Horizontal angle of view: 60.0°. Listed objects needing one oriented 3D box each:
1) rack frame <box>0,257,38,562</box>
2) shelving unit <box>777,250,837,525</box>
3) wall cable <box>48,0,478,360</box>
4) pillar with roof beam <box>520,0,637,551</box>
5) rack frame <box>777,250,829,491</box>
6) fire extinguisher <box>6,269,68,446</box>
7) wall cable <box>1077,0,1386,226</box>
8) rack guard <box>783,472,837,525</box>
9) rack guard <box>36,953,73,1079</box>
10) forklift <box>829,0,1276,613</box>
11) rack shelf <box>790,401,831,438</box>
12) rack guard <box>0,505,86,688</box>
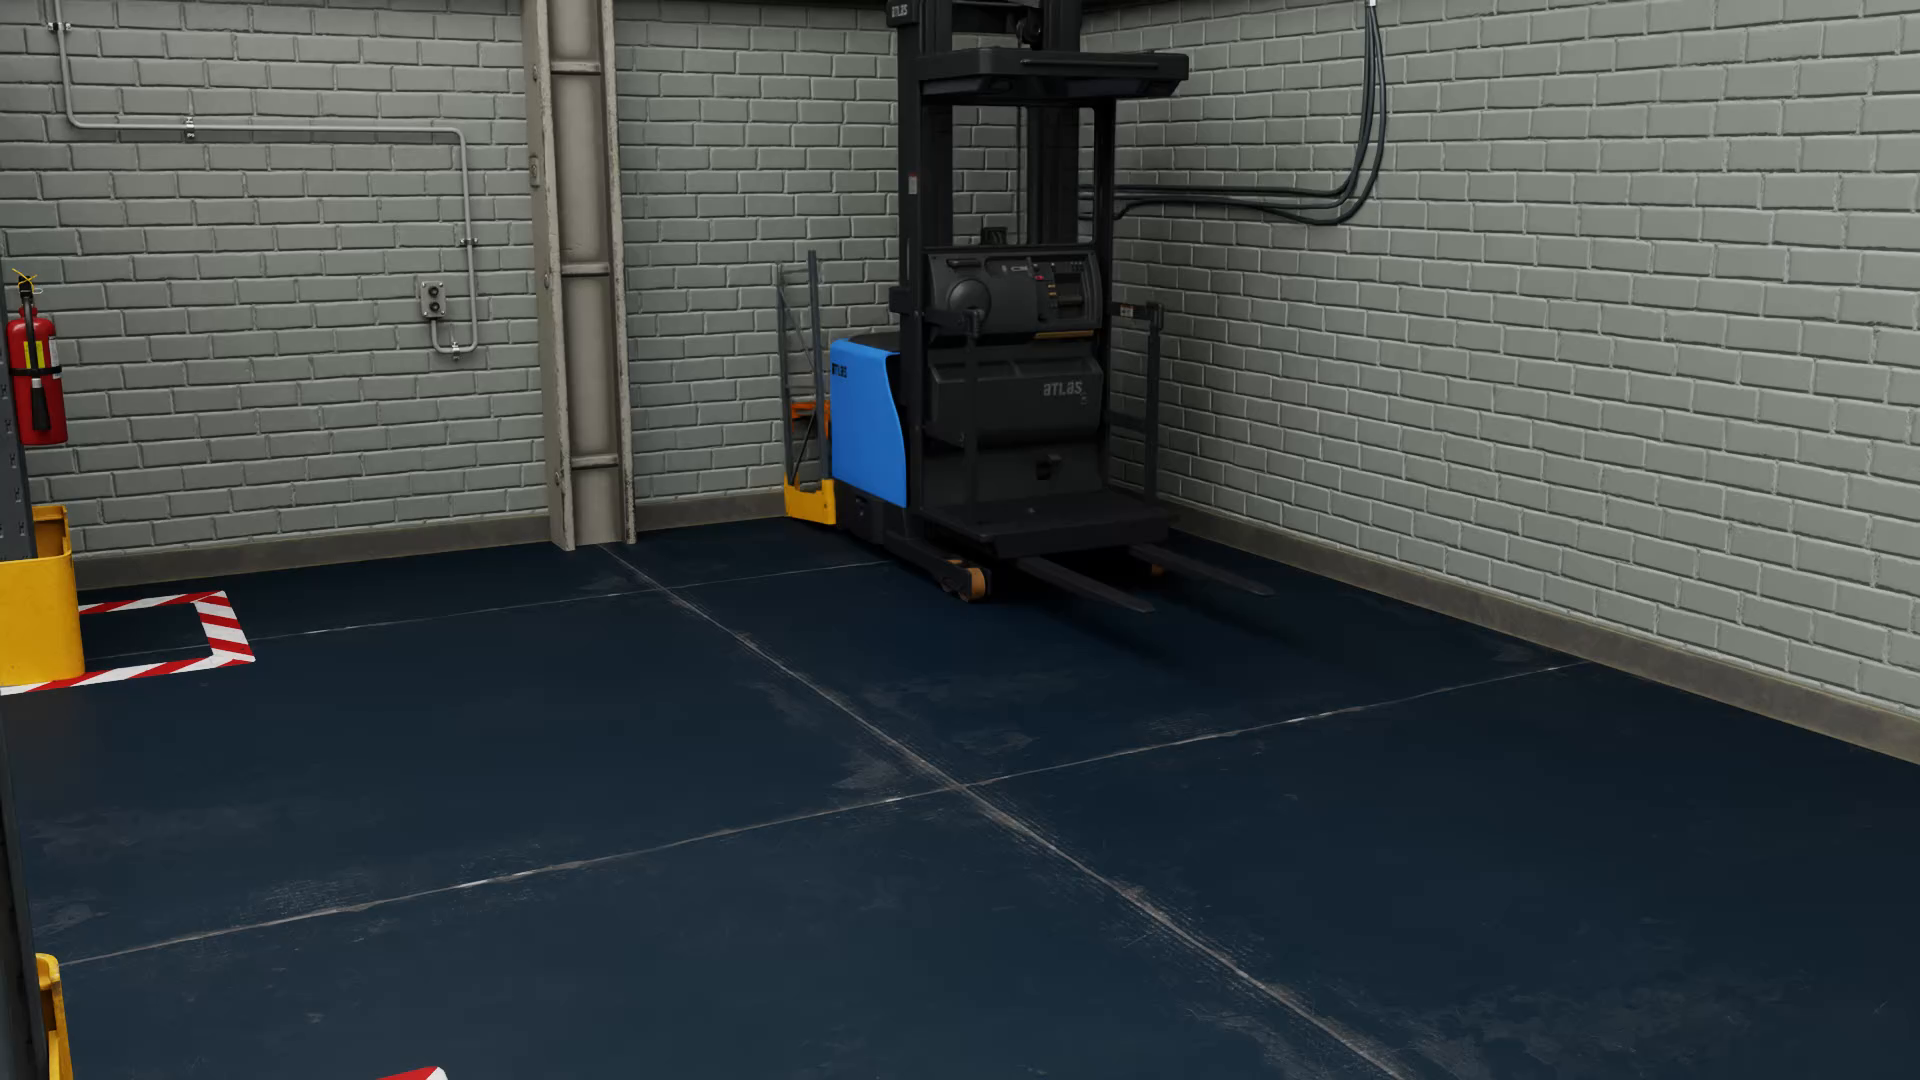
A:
[{"bbox_3d":[-3.957,-1.005,6.745,0.127,3.000,1.000,-7,14,-28],"label":"rack frame"},{"bbox_3d":[-0.443,-0.912,9.613,1.083,1.500,0.587,-7,9,-30],"label":"shelving unit"},{"bbox_3d":[-3.287,-1.818,8.042,1.851,1.984,0.084,-7,14,-28],"label":"wall cable"},{"bbox_3d":[0.061,-3.553,4.403,0.400,9.000,9.100,-7,14,-28],"label":"pillar with roof beam"},{"bbox_3d":[-0.889,-0.856,9.356,0.032,1.500,0.500,-7,9,-30],"label":"rack frame"},{"bbox_3d":[-3.604,-0.713,6.470,0.183,0.674,0.296,-7,14,-28],"label":"fire extinguisher"},{"bbox_3d":[1.178,-2.943,8.765,0.112,2.526,3.097,-7,14,-28],"label":"wall cable"},{"bbox_3d":[-0.844,-0.240,9.451,0.087,0.250,0.587,-7,9,-30],"label":"rack guard"},{"bbox_3d":[-1.647,1.176,2.744,0.348,0.500,1.175,-7,14,-28],"label":"rack guard"},{"bbox_3d":[0.376,-1.249,7.983,1.130,2.935,3.031,-6,14,-26],"label":"forklift"},{"bbox_3d":[-0.443,-0.733,9.634,1.000,0.185,0.538,-7,9,-30],"label":"rack shelf"},{"bbox_3d":[-3.936,0.212,7.031,0.348,0.500,1.175,-7,14,-28],"label":"rack guard"}]
